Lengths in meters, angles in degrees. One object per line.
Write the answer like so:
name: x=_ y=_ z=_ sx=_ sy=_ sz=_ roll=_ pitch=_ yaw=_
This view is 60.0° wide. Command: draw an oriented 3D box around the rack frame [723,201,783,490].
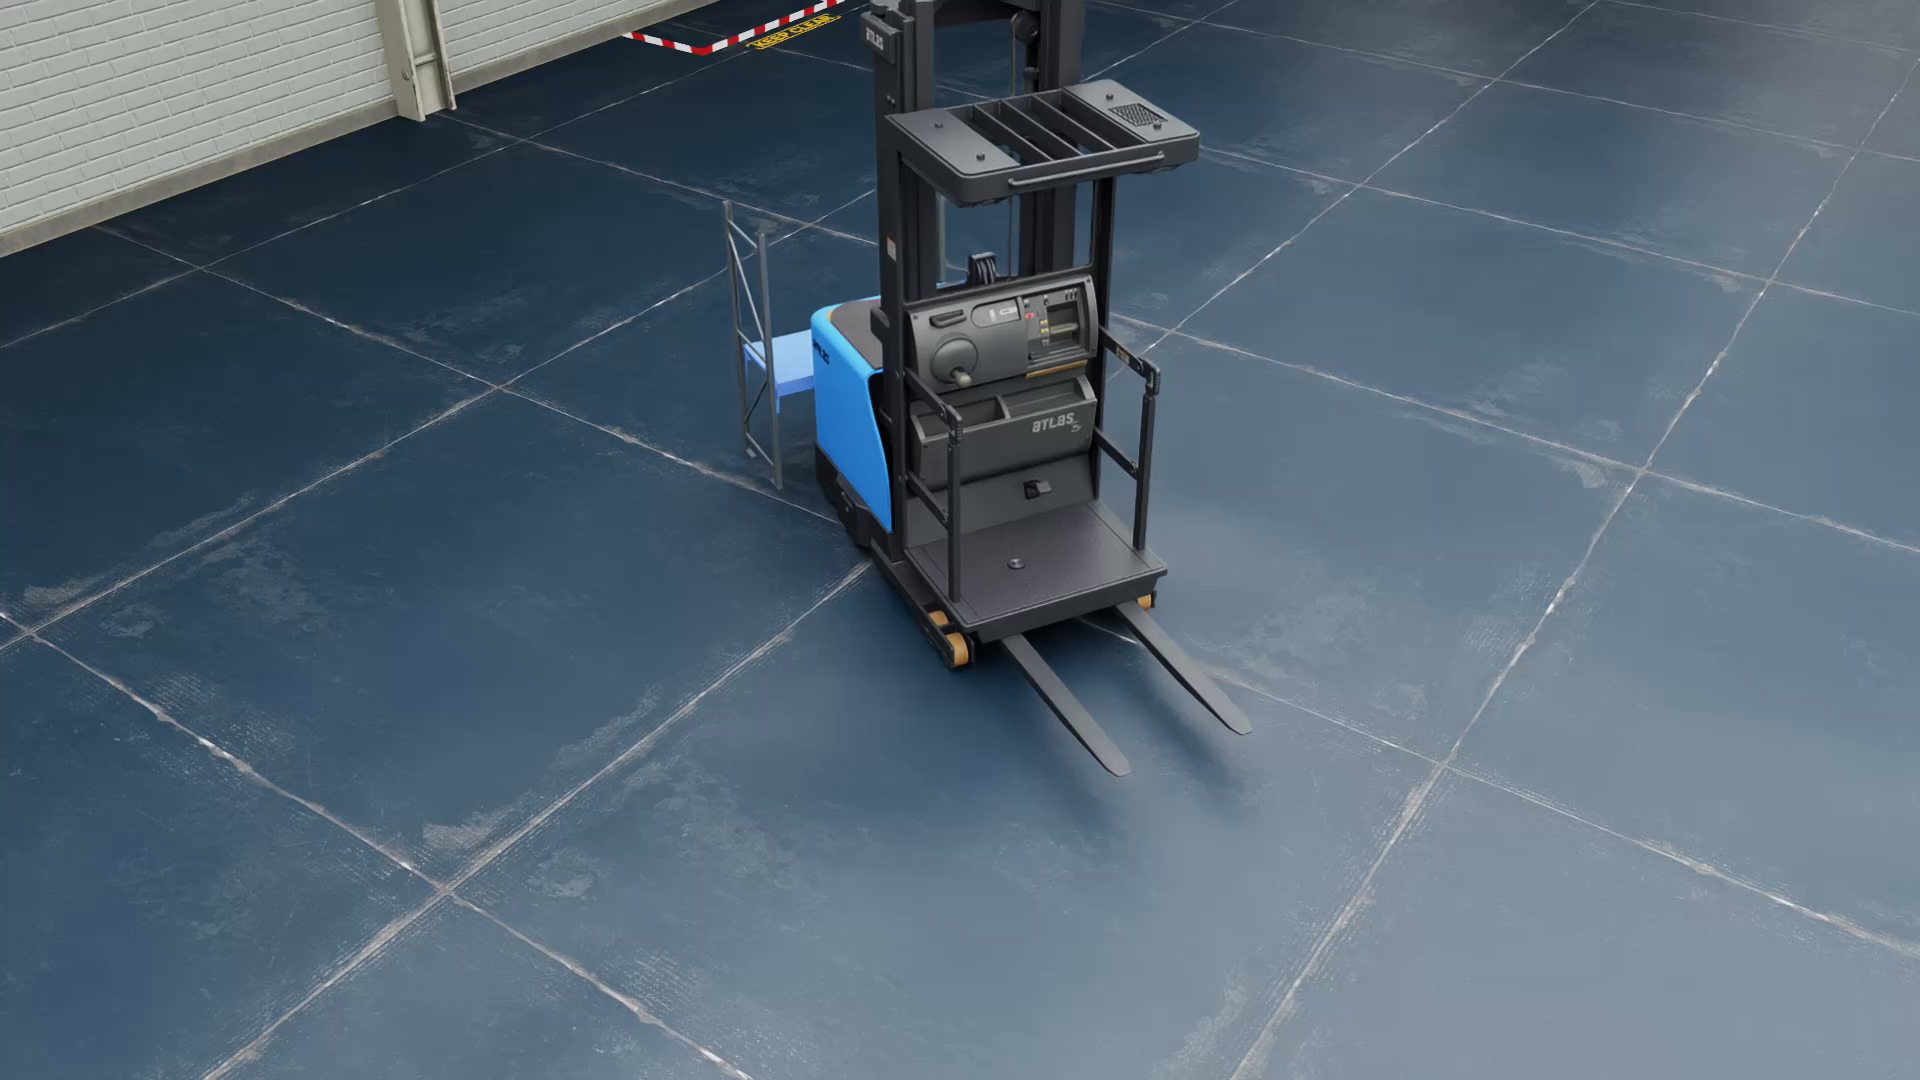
rack frame: x=-1.109 y=-1.027 z=8.929 sx=0.032 sy=1.500 sz=0.500 roll=-17 pitch=37 yaw=-23

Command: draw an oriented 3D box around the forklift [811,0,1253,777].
forklift: x=0.304 y=-0.893 z=7.454 sx=1.130 sy=2.935 sz=3.031 roll=-15 pitch=37 yaw=-21

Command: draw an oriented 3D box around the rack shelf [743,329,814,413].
rack shelf: x=-0.661 y=-1.012 z=9.227 sx=1.000 sy=0.185 sz=0.538 roll=-17 pitch=37 yaw=-23

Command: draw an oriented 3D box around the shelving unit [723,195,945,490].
shelving unit: x=-0.661 y=-1.161 z=9.127 sx=1.048 sy=1.500 sz=0.538 roll=-17 pitch=37 yaw=-23

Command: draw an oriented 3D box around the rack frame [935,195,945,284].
rack frame: x=-0.212 y=-1.295 z=9.325 sx=0.032 sy=1.500 sz=0.500 roll=-17 pitch=37 yaw=-23

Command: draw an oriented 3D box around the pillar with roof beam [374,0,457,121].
pillar with roof beam: x=-0.998 y=-5.999 z=9.588 sx=9.100 sy=9.000 sz=0.400 roll=21 pitch=39 yaw=28
